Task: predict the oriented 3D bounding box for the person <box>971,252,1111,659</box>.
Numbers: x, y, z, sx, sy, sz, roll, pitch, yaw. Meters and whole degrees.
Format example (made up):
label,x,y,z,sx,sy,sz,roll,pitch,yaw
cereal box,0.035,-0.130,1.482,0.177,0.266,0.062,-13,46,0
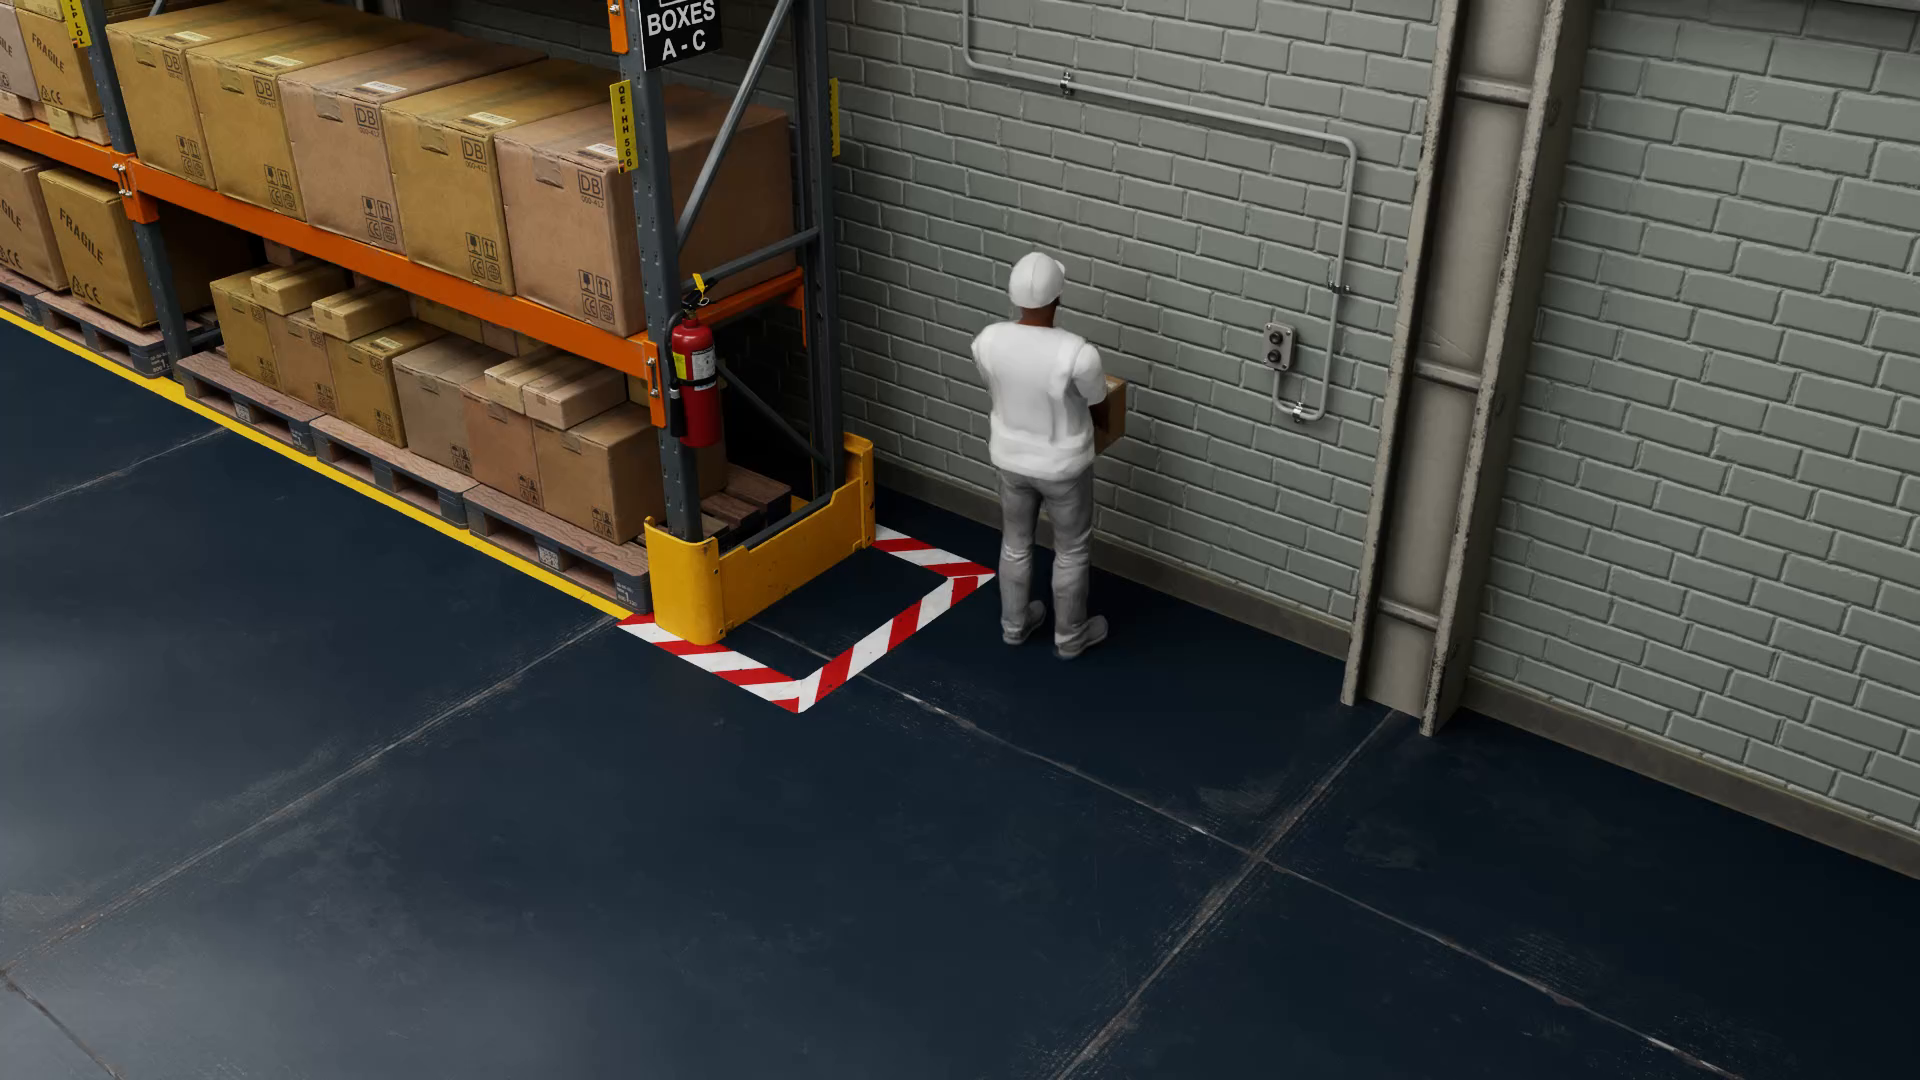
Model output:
label,x,y,z,sx,sy,sz,roll,pitch,yaw
person,0.362,-0.362,6.715,0.530,1.771,0.566,14,33,22
